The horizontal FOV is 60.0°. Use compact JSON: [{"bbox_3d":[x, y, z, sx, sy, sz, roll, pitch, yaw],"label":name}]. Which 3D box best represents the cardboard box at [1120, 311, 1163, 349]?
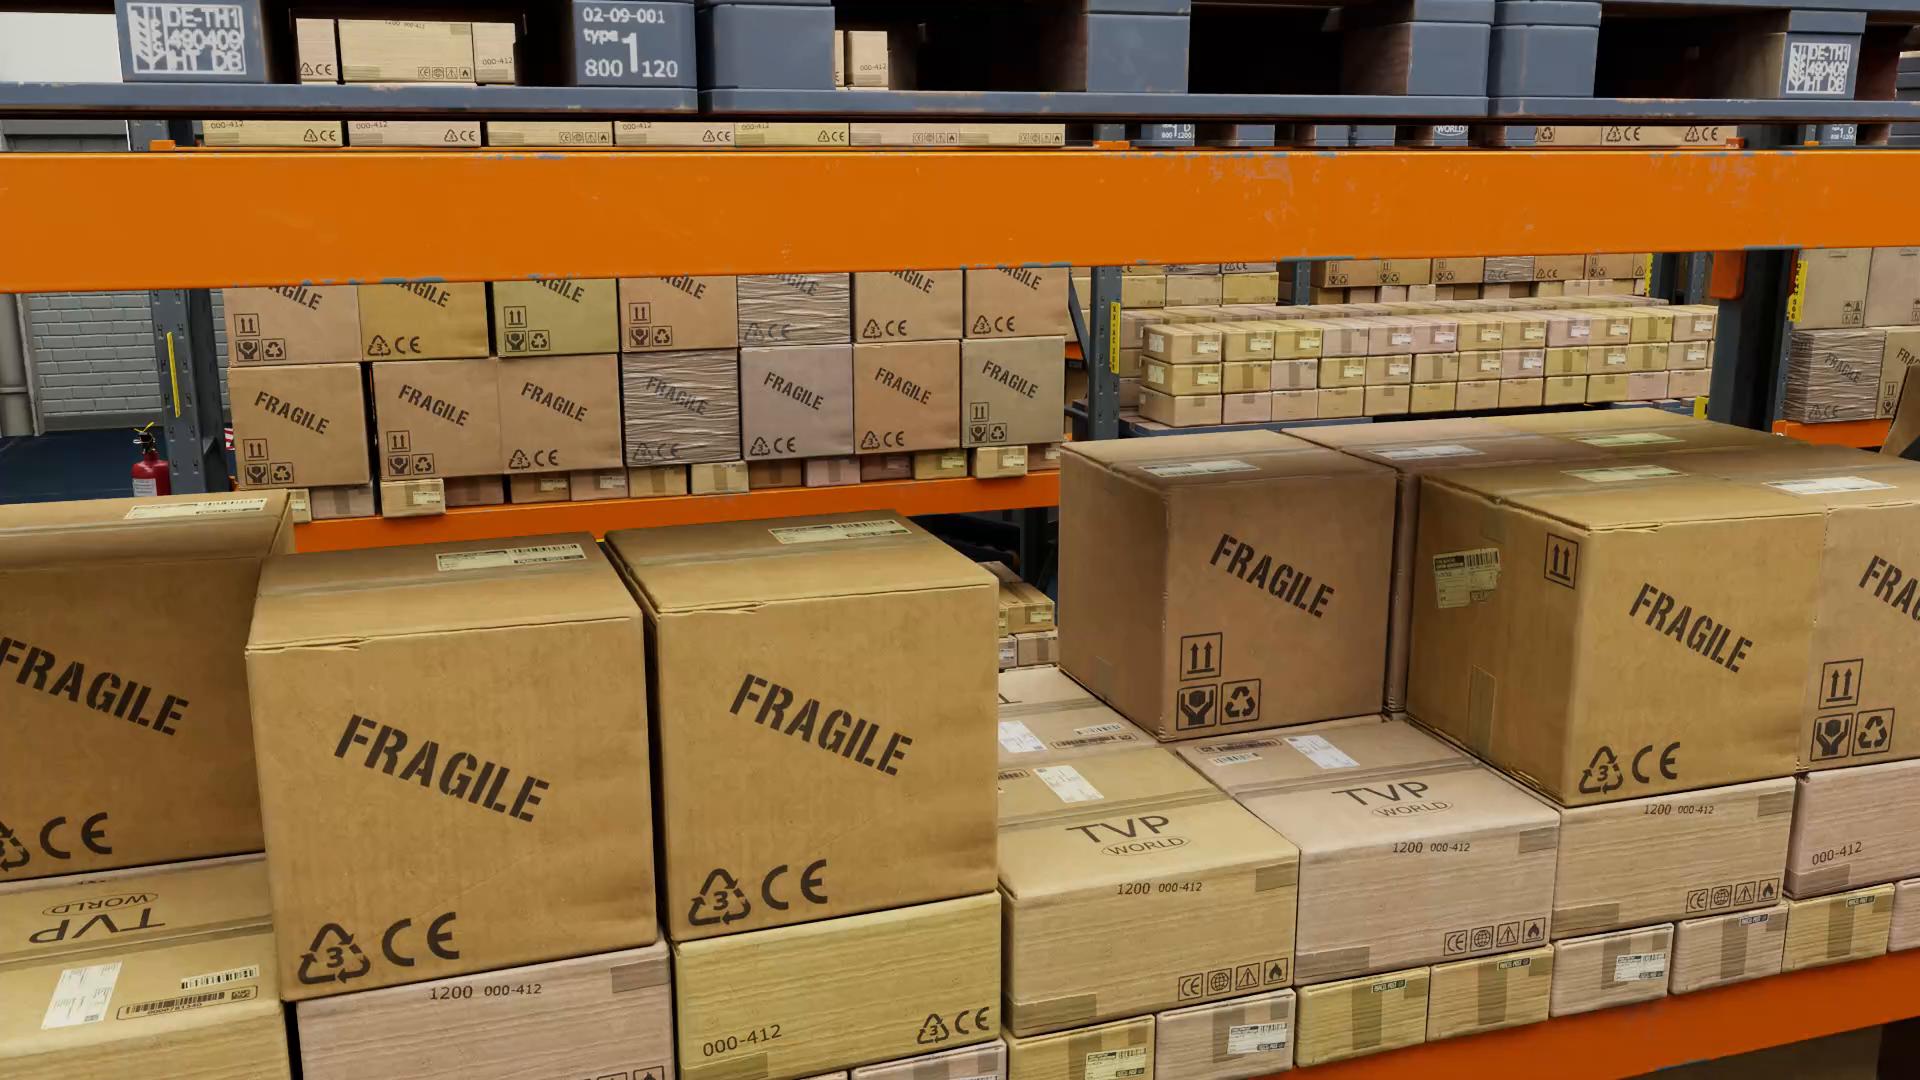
[{"bbox_3d":[0.858,-1.084,8.568,0.250,0.149,0.380,-4,14,-15],"label":"cardboard box"}]

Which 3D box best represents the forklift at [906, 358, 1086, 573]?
[{"bbox_3d":[0.460,-1.326,11.384,3.031,2.935,1.130,12,18,42],"label":"forklift"}]

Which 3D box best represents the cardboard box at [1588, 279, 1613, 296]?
[{"bbox_3d":[5.559,-2.250,14.755,0.250,0.149,0.380,-5,14,-19],"label":"cardboard box"}]

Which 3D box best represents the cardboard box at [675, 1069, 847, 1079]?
[{"bbox_3d":[-0.350,0.842,2.662,0.250,0.149,0.380,-5,14,-19],"label":"cardboard box"}]

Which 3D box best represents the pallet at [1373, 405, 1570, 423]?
[{"bbox_3d":[2.468,-0.687,8.964,1.213,0.211,1.003,-4,14,-18],"label":"pallet"}]

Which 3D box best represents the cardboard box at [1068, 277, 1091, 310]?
[{"bbox_3d":[0.823,-1.973,13.200,0.500,0.250,0.500,-5,14,-20],"label":"cardboard box"}]

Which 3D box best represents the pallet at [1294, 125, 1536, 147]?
[{"bbox_3d":[2.141,-2.108,8.445,1.003,0.211,1.213,-4,14,-18],"label":"pallet"}]

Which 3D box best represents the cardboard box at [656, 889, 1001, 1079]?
[{"bbox_3d":[-0.256,0.626,2.709,0.500,0.250,0.500,-5,14,-20],"label":"cardboard box"}]

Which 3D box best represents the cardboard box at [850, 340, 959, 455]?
[{"bbox_3d":[-0.321,-0.698,7.736,0.500,0.500,0.500,-5,14,-20],"label":"cardboard box"}]

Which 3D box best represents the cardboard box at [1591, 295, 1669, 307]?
[{"bbox_3d":[3.827,-1.315,9.539,0.250,0.149,0.380,-4,14,-18],"label":"cardboard box"}]

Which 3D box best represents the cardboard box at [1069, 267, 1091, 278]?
[{"bbox_3d":[0.811,-2.343,13.132,0.500,0.500,0.500,-5,14,-19],"label":"cardboard box"}]

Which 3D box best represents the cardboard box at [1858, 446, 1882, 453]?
[{"bbox_3d":[5.764,-0.136,10.185,0.750,0.750,1.050,-4,14,-17],"label":"cardboard box"}]

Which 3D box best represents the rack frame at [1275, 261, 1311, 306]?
[{"bbox_3d":[2.656,-2.014,14.126,0.127,3.000,1.000,-4,14,-18],"label":"rack frame"}]

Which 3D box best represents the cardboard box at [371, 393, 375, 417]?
[{"bbox_3d":[-5.903,-1.526,16.562,0.637,0.503,0.797,-5,14,-20],"label":"cardboard box"}]

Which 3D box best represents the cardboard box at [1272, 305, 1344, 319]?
[{"bbox_3d":[1.841,-1.160,8.886,0.250,0.149,0.380,-5,14,-20],"label":"cardboard box"}]

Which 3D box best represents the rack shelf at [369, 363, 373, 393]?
[{"bbox_3d":[-3.030,-1.221,12.348,4.000,0.370,1.077,-4,14,-18],"label":"rack shelf"}]

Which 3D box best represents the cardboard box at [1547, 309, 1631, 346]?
[{"bbox_3d":[3.274,-1.112,8.687,0.250,0.149,0.380,-4,14,-16],"label":"cardboard box"}]

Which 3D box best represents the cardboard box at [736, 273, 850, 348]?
[{"bbox_3d":[-0.797,-1.152,7.484,0.500,0.500,0.500,-4,14,-17],"label":"cardboard box"}]

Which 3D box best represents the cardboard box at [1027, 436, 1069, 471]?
[{"bbox_3d":[0.344,-0.446,8.077,0.250,0.149,0.380,-5,14,-19],"label":"cardboard box"}]

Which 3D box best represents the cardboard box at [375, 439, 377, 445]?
[{"bbox_3d":[-4.332,-0.452,12.189,0.875,0.438,0.875,-5,14,-20],"label":"cardboard box"}]

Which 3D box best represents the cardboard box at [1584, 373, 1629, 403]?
[{"bbox_3d":[3.293,-0.826,8.767,0.250,0.149,0.380,-5,14,-19],"label":"cardboard box"}]

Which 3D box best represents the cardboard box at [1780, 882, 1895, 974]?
[{"bbox_3d":[1.597,0.691,3.300,0.250,0.149,0.380,-4,14,-17],"label":"cardboard box"}]

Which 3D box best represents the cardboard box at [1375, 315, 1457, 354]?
[{"bbox_3d":[2.285,-1.036,8.364,0.250,0.149,0.380,-4,14,-16],"label":"cardboard box"}]

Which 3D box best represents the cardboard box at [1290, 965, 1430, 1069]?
[{"bbox_3d":[0.624,0.767,2.981,0.250,0.149,0.380,-5,14,-19],"label":"cardboard box"}]

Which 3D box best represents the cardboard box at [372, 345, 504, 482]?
[{"bbox_3d":[-2.239,-0.556,7.139,0.500,0.500,0.500,-4,14,-18],"label":"cardboard box"}]

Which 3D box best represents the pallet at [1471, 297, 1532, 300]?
[{"bbox_3d":[4.520,-2.075,14.800,1.213,0.211,1.003,-4,14,-18],"label":"pallet"}]

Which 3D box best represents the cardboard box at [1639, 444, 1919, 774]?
[{"bbox_3d":[1.676,0.111,3.255,0.500,0.500,0.500,-4,14,-16],"label":"cardboard box"}]

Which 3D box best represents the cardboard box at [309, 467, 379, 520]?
[{"bbox_3d":[-2.612,-0.203,7.056,0.250,0.149,0.380,-4,14,-16],"label":"cardboard box"}]

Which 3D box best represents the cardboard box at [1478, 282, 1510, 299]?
[{"bbox_3d":[4.571,-2.188,14.493,0.250,0.149,0.380,-4,14,-16],"label":"cardboard box"}]

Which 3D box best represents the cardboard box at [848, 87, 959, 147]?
[{"bbox_3d":[-0.316,-1.897,7.477,0.500,0.250,0.500,-4,14,-18],"label":"cardboard box"}]

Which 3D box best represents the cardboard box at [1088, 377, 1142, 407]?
[{"bbox_3d":[0.853,-0.795,8.638,0.250,0.149,0.380,-5,14,-19],"label":"cardboard box"}]

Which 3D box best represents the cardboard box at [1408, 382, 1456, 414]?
[{"bbox_3d":[2.296,-0.748,8.441,0.250,0.149,0.380,-5,14,-19],"label":"cardboard box"}]

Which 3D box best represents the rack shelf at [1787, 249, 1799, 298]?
[{"bbox_3d":[3.922,-0.802,4.104,4.000,0.370,1.077,-4,14,-18],"label":"rack shelf"}]

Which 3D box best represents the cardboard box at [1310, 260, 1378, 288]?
[{"bbox_3d":[3.157,-2.394,13.958,0.500,0.500,0.500,-5,14,-20],"label":"cardboard box"}]

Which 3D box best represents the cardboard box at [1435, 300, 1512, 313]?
[{"bbox_3d":[2.836,-1.238,9.215,0.250,0.149,0.380,-4,14,-15],"label":"cardboard box"}]

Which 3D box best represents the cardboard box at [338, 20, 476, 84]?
[{"bbox_3d":[-2.258,-1.989,6.783,0.500,0.250,0.500,-5,14,-19],"label":"cardboard box"}]

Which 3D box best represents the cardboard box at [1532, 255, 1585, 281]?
[{"bbox_3d":[5.122,-2.548,14.608,0.500,0.500,0.500,-4,14,-16],"label":"cardboard box"}]

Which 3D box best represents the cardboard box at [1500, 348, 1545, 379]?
[{"bbox_3d":[2.786,-0.930,8.564,0.250,0.149,0.380,-4,14,-17],"label":"cardboard box"}]

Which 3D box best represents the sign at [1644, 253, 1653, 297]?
[{"bbox_3d":[4.151,-1.620,9.970,0.005,0.325,0.100,-4,14,-18],"label":"sign"}]

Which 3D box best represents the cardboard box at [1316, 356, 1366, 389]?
[{"bbox_3d":[1.796,-0.853,8.240,0.250,0.149,0.380,-5,14,-20],"label":"cardboard box"}]

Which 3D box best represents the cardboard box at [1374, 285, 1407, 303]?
[{"bbox_3d":[3.576,-2.103,14.135,0.250,0.149,0.380,-5,14,-22],"label":"cardboard box"}]

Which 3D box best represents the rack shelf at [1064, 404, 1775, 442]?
[{"bbox_3d":[2.435,-0.438,9.056,4.000,0.370,1.077,-4,14,-18],"label":"rack shelf"}]

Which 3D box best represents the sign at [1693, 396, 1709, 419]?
[{"bbox_3d":[1.844,-0.188,4.120,0.005,0.325,0.100,-4,14,-18],"label":"sign"}]

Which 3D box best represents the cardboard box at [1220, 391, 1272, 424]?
[{"bbox_3d":[1.321,-0.672,8.122,0.250,0.149,0.380,-4,14,-17],"label":"cardboard box"}]

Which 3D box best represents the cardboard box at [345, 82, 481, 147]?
[{"bbox_3d":[-2.244,-1.746,6.844,0.500,0.250,0.500,-4,14,-16],"label":"cardboard box"}]

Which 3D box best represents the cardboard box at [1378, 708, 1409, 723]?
[{"bbox_3d":[1.024,0.396,3.677,0.500,0.250,0.500,-5,14,-18],"label":"cardboard box"}]

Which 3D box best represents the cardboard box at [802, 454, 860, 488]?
[{"bbox_3d":[-0.638,-0.356,7.699,0.250,0.149,0.380,-5,14,-20],"label":"cardboard box"}]

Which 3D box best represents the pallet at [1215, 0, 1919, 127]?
[{"bbox_3d":[1.247,-0.903,3.166,1.213,0.211,1.003,-4,14,-18],"label":"pallet"}]

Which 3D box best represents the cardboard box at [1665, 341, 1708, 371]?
[{"bbox_3d":[3.755,-1.006,8.882,0.250,0.149,0.380,-4,14,-16],"label":"cardboard box"}]

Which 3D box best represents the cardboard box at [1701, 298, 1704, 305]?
[{"bbox_3d":[6.848,-2.140,15.198,0.250,0.149,0.380,-5,14,-18],"label":"cardboard box"}]

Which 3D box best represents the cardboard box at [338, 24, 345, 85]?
[{"bbox_3d":[-2.896,-2.064,7.101,0.500,0.250,0.500,-5,14,-20],"label":"cardboard box"}]

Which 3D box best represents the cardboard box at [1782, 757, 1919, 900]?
[{"bbox_3d":[1.691,0.473,3.351,0.500,0.250,0.500,-5,14,-19],"label":"cardboard box"}]

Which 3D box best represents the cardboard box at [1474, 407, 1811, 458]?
[{"bbox_3d":[1.490,-0.002,3.731,0.500,0.500,0.500,-4,14,-18],"label":"cardboard box"}]

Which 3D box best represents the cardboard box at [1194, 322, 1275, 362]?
[{"bbox_3d":[1.322,-0.962,8.054,0.250,0.149,0.380,-4,14,-17],"label":"cardboard box"}]

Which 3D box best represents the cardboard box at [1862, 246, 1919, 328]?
[{"bbox_3d":[5.239,-1.539,9.754,0.500,0.500,0.700,-5,14,-19],"label":"cardboard box"}]

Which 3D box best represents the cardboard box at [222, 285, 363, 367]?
[{"bbox_3d":[-2.741,-1.000,6.844,0.500,0.500,0.500,-5,14,-18],"label":"cardboard box"}]

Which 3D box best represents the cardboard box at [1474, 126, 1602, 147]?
[{"bbox_3d":[2.926,-2.270,8.505,0.500,0.500,0.500,-4,14,-18],"label":"cardboard box"}]

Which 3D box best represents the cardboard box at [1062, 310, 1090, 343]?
[{"bbox_3d":[0.824,-1.728,13.248,0.500,0.250,0.500,-5,14,-19],"label":"cardboard box"}]

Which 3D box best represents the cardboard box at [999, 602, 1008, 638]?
[{"bbox_3d":[0.056,0.364,8.098,0.250,0.149,0.380,-4,14,-17],"label":"cardboard box"}]

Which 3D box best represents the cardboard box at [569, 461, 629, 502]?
[{"bbox_3d":[-1.630,-0.287,7.409,0.250,0.149,0.380,-5,14,-19],"label":"cardboard box"}]
